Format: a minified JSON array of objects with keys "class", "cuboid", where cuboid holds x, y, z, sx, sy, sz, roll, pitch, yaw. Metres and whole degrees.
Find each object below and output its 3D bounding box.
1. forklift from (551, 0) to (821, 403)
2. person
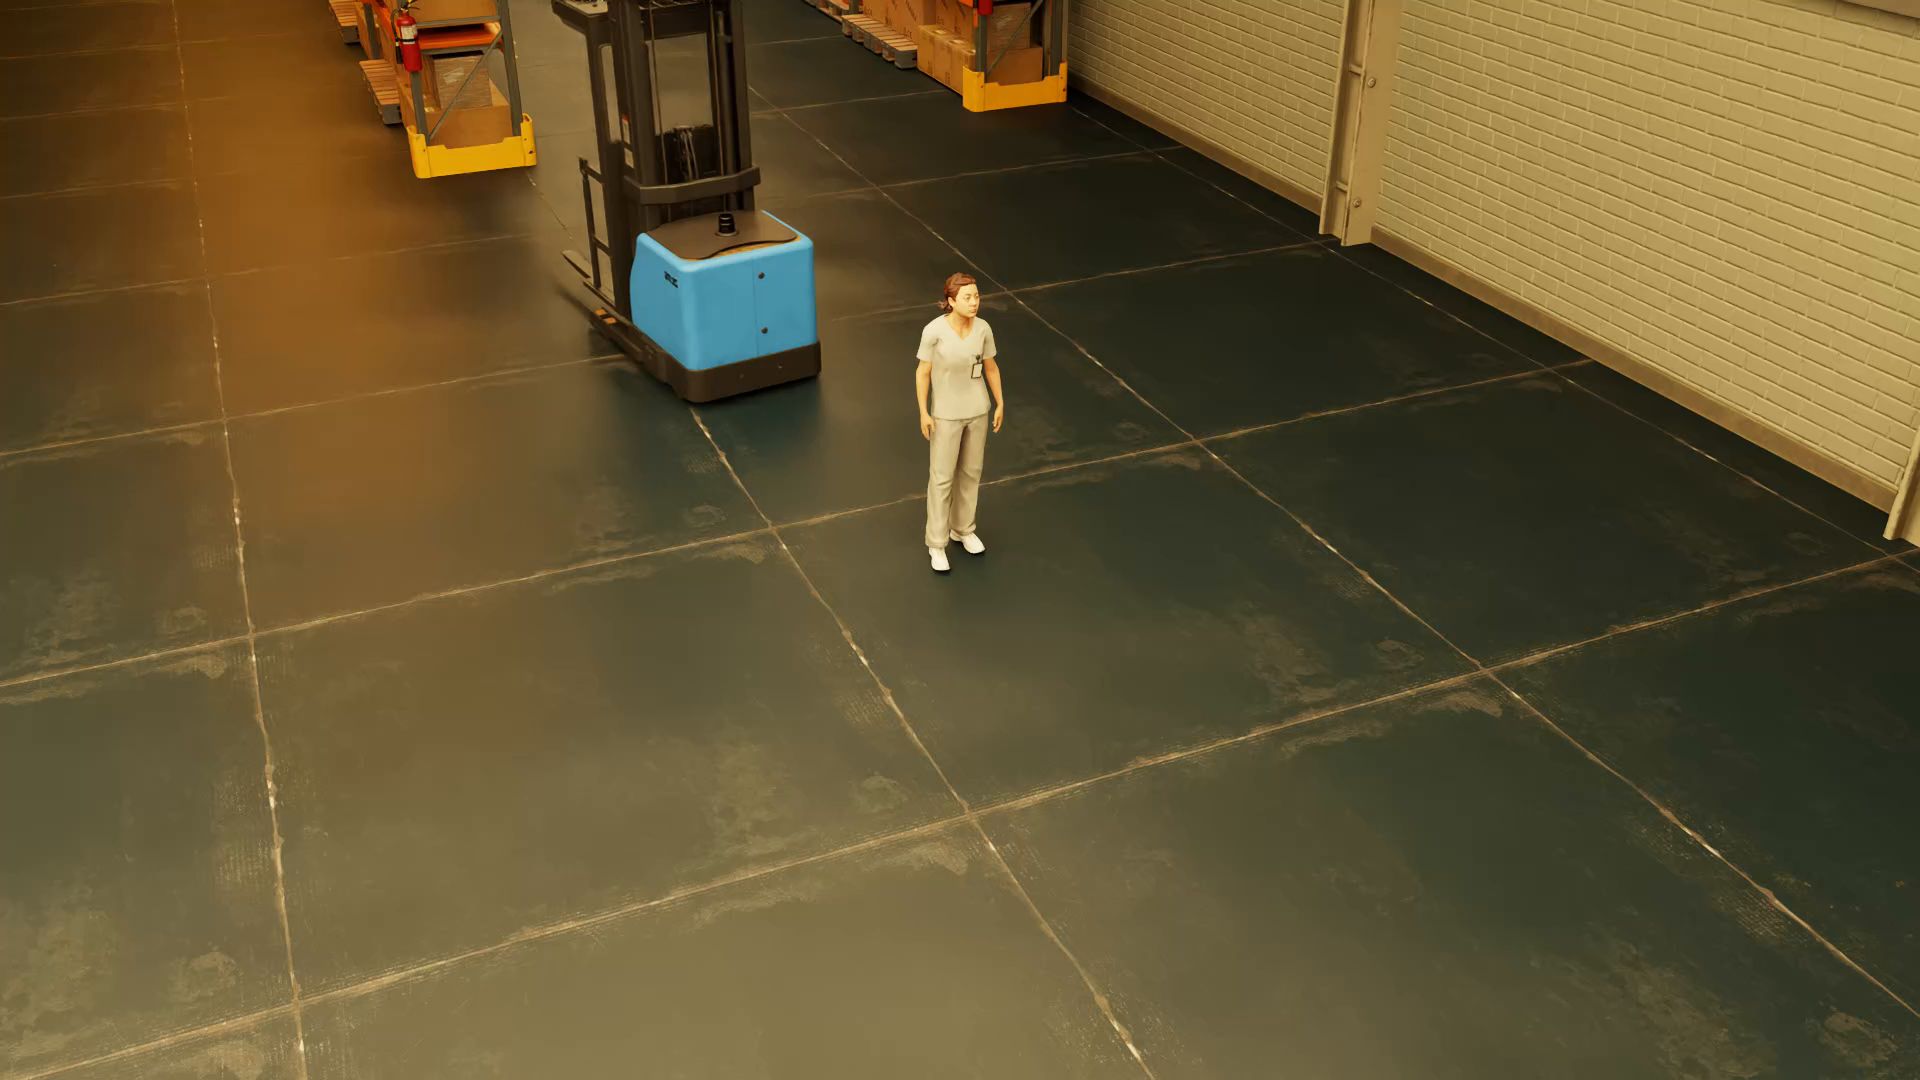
[{"class":"forklift","cuboid":[-2.216,-2.923,12.231,1.130,2.935,3.031,-17,34,-27]},{"class":"person","cuboid":[0.017,-0.697,9.589,0.549,1.673,0.548,-12,32,-20]}]
